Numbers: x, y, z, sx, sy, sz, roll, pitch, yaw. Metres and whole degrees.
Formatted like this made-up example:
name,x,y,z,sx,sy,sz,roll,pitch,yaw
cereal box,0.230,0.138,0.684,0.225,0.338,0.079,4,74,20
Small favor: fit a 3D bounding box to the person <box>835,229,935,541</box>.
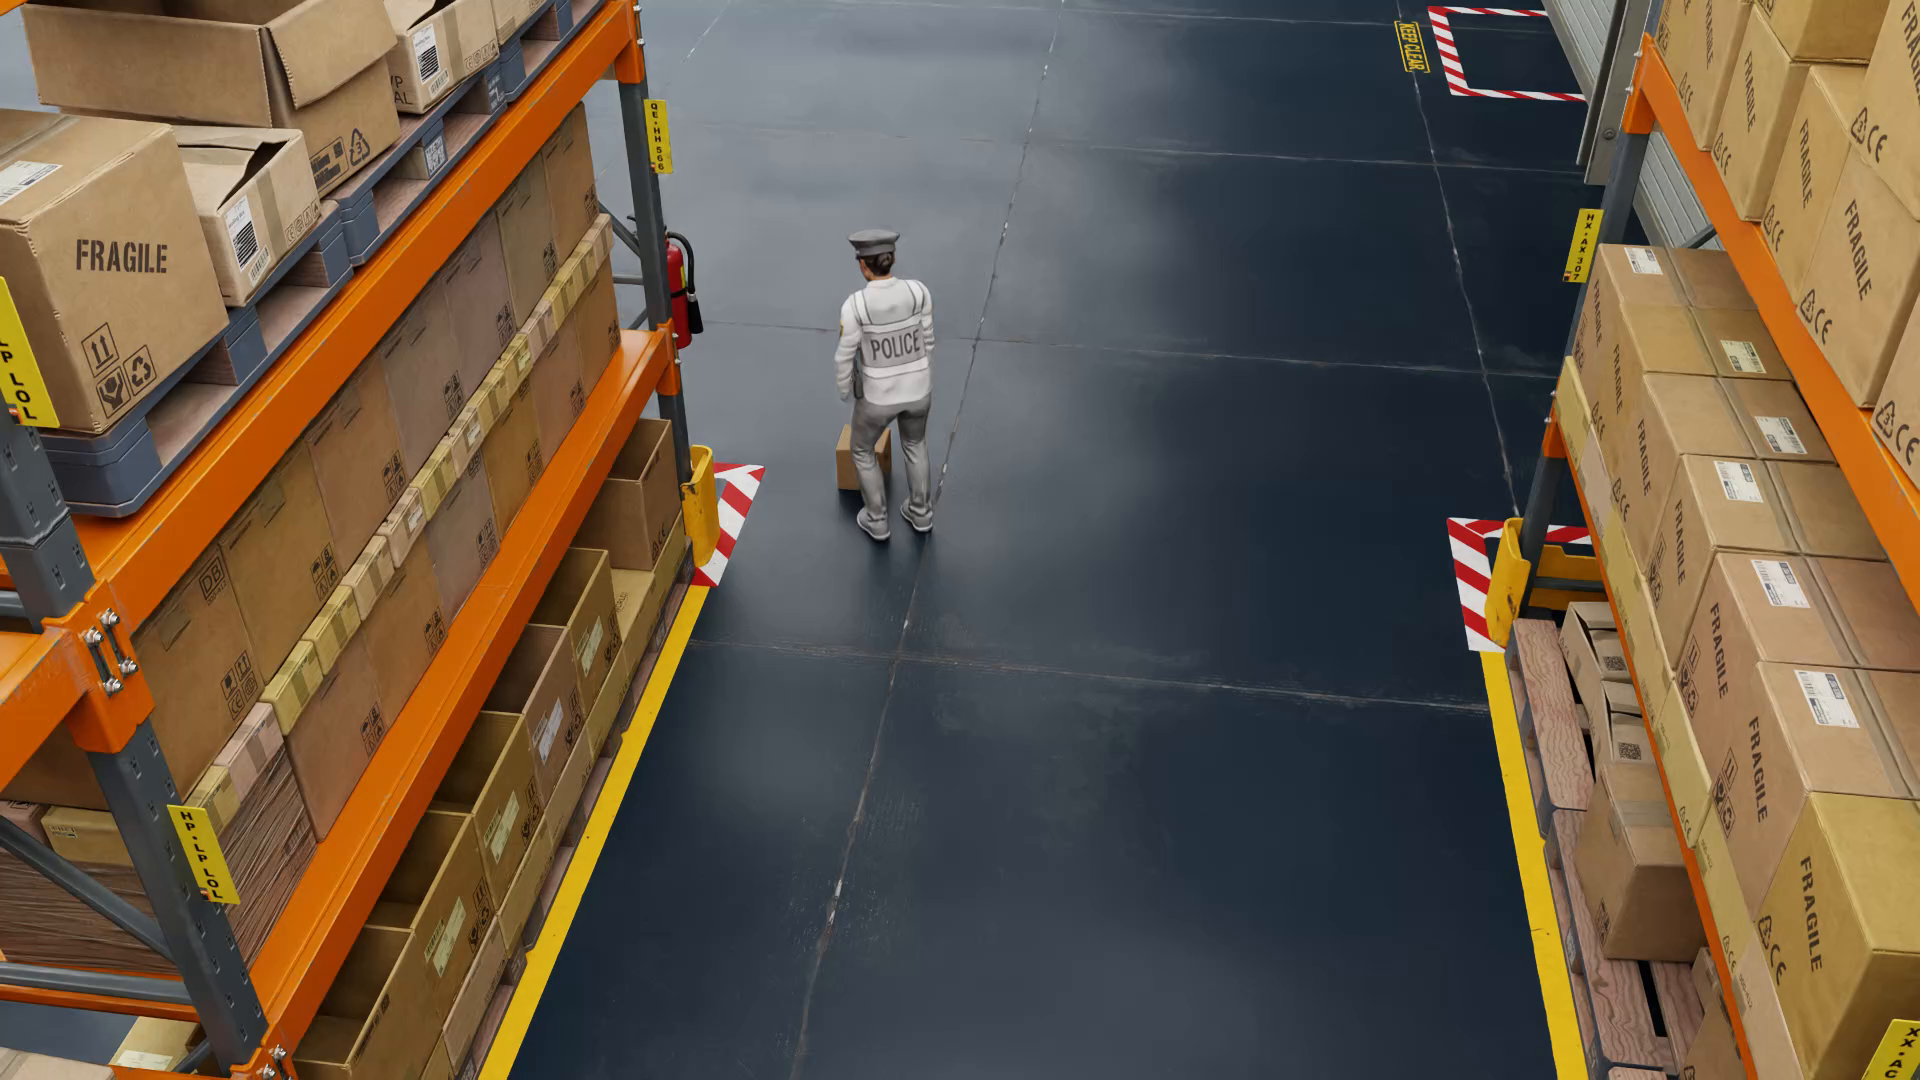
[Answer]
name,x,y,z,sx,sy,sz,roll,pitch,yaw
person,-0.363,-0.730,8.073,0.500,1.626,0.446,-12,38,-16
